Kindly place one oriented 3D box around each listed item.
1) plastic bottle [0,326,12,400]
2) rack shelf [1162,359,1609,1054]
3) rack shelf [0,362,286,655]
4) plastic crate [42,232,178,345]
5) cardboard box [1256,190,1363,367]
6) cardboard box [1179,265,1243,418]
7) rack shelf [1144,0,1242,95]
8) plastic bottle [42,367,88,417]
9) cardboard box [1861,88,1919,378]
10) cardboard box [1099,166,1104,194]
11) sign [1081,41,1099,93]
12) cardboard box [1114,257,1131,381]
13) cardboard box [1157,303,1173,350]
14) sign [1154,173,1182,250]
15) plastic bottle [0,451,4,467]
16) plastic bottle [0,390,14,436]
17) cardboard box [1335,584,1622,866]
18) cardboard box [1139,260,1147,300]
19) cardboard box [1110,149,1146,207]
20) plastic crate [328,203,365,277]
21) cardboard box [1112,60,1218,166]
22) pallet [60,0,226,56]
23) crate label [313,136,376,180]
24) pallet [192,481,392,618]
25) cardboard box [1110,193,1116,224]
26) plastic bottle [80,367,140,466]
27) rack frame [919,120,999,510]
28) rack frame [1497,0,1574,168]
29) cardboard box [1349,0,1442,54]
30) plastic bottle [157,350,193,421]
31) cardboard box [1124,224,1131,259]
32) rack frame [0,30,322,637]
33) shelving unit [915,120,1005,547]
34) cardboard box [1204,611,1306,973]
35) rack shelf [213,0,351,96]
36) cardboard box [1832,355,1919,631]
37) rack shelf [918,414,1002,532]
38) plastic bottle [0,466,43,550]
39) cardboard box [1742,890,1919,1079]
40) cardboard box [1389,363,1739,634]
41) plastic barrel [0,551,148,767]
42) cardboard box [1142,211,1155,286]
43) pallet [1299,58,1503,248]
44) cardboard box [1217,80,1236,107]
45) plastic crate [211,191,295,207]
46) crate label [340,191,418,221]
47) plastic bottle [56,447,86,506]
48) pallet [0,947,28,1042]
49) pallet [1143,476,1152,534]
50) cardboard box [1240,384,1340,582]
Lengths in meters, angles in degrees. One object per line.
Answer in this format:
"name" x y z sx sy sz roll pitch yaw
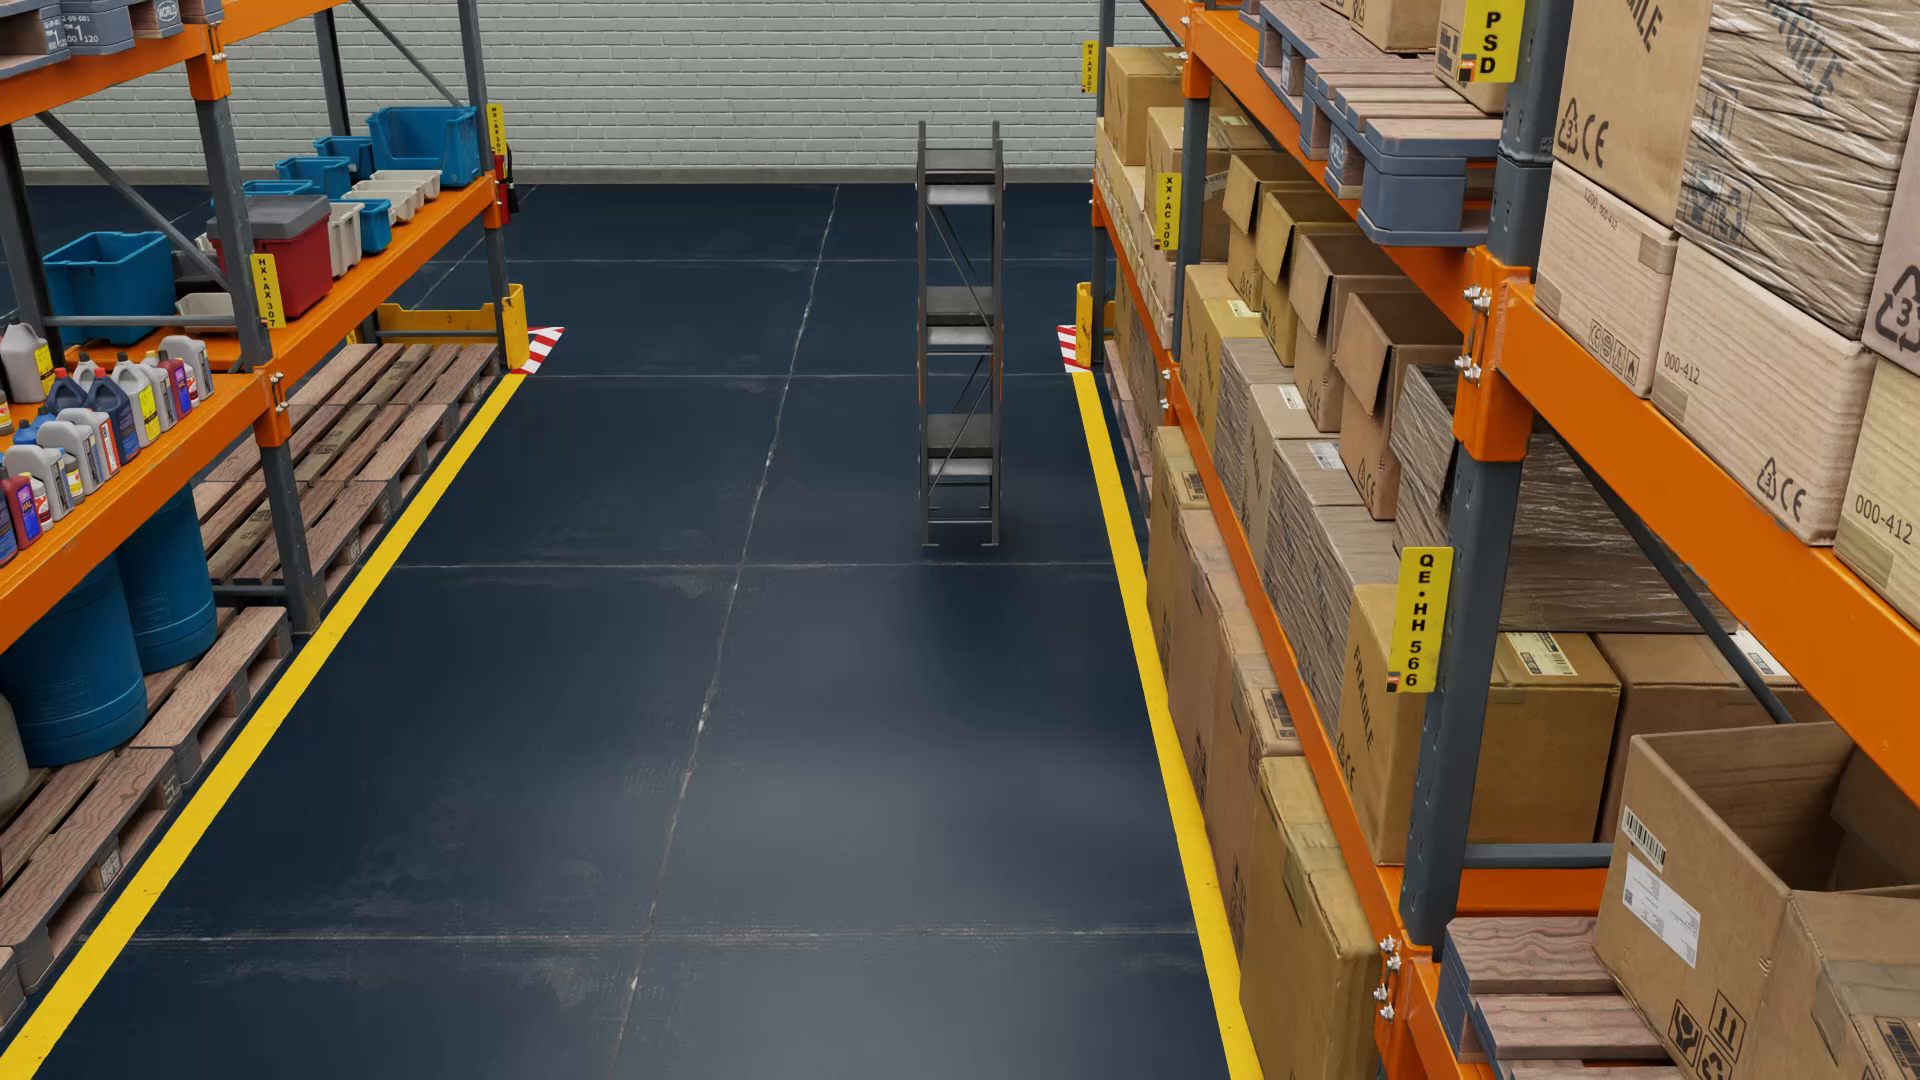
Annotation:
"plastic bottle" -3.941 -0.733 6.871 0.061 0.283 0.133 0 24 -1
"rack shelf" 1.456 0.191 5.561 1.077 0.370 4.000 0 24 -1
"rack shelf" -3.497 0.213 5.512 1.077 0.370 4.000 0 24 -1
"plastic crate" -3.865 -1.150 7.599 0.392 0.384 0.575 0 24 -1
"cardboard box" 1.445 -0.918 5.800 0.797 0.503 0.637 0 24 0
"cardboard box" 1.189 -0.816 6.793 0.500 0.500 0.500 0 24 0
"rack shelf" 1.412 -2.824 8.587 1.077 0.370 4.000 0 24 -1
"plastic bottle" -3.324 -0.462 6.192 0.144 0.351 0.185 0 24 -1
"cardboard box" 1.240 -0.342 1.498 0.500 0.500 0.500 -1 24 -2
"cardboard box" 1.069 -2.241 10.371 0.380 0.149 0.250 -1 24 -1
"sign" 0.835 -3.040 10.684 0.100 0.325 0.005 0 24 -1
"cardboard box" 1.477 -1.569 10.648 0.875 0.875 0.875 0 24 -1
"cardboard box" 1.103 -0.971 7.561 0.380 0.149 0.250 0 24 0
"sign" 0.879 -1.388 7.033 0.100 0.325 0.005 0 24 -1
"plastic bottle" -3.302 -0.202 5.712 0.097 0.271 0.097 0 24 0
"plastic bottle" -3.766 -0.513 6.486 0.097 0.201 0.097 0 24 0
"cardboard box" 1.224 0.439 4.017 0.500 0.500 0.500 0 24 1
"cardboard box" 1.095 -1.289 8.264 0.380 0.149 0.250 0 24 0
"cardboard box" 1.140 -2.056 9.477 0.500 0.250 0.500 -1 24 -2
"plastic crate" -3.351 -1.542 8.591 0.437 0.282 0.530 0 24 -1
"cardboard box" 1.143 -2.400 9.327 0.500 0.500 0.500 -1 24 -2
"pallet" -3.412 -1.897 5.893 1.213 0.211 1.003 0 24 -1
"crate label" -3.889 -2.435 10.624 0.416 0.233 0.303 0 24 -1
"pallet" -3.565 0.029 8.430 1.003 0.211 1.213 0 24 -1
"cardboard box" 1.077 -1.924 9.668 0.380 0.149 0.250 -1 24 -2
"plastic bottle" -3.179 -0.463 6.193 0.144 0.351 0.185 0 24 -1
"rack frame" -0.004 -1.125 8.690 0.400 2.100 0.015 0 24 -1
"rack frame" 1.478 -2.046 2.354 1.000 3.000 0.127 0 24 -1
"cardboard box" 1.302 -1.523 4.206 0.500 0.500 0.500 1 24 2
"plastic bottle" -3.143 -0.630 6.644 0.061 0.283 0.133 0 24 -1
"cardboard box" 1.087 -1.605 8.964 0.380 0.149 0.250 0 24 0
"rack frame" -3.519 -0.939 7.186 1.000 3.000 0.127 0 24 -1
"shelving unit" -0.002 -1.025 8.468 0.431 2.100 0.503 0 24 -1
"cardboard box" 1.489 0.812 5.383 1.225 0.875 0.875 0 24 0
"rack shelf" -3.540 -2.802 8.538 1.077 0.370 4.000 0 24 -1
"cardboard box" 1.249 0.007 1.637 0.500 0.250 0.500 0 24 1
"rack shelf" -0.002 -0.375 8.762 0.431 0.518 0.480 0 24 -1
"plastic bottle" -3.129 -0.120 5.517 0.061 0.283 0.133 0 24 -1
"cardboard box" 1.630 0.902 2.484 0.700 0.500 0.500 3 25 7
"cardboard box" 1.486 -0.117 4.030 0.797 0.503 0.637 1 24 1
"plastic barrel" -3.522 0.342 6.391 0.600 0.901 0.708 0 24 -1
"cardboard box" 1.159 -1.422 8.076 0.500 0.250 0.500 0 24 1
"pallet" 1.418 -0.859 3.597 1.213 0.211 1.003 1 24 2
"cardboard box" 1.658 -2.819 10.253 0.500 0.500 0.500 0 24 0
"plastic crate" -3.871 -1.769 9.151 0.416 0.233 0.300 0 24 -1
"crate label" -3.356 -1.925 9.613 0.396 0.136 0.243 0 24 -1
"plastic bottle" -3.152 -0.226 5.850 0.097 0.201 0.097 0 24 0
"pallet" -3.525 1.655 4.834 1.003 0.211 1.213 0 24 -1
"pallet" 1.504 -0.004 8.503 1.003 0.211 1.213 0 24 -1
"cardboard box" 1.211 -0.190 5.408 0.500 0.500 0.500 0 24 0
